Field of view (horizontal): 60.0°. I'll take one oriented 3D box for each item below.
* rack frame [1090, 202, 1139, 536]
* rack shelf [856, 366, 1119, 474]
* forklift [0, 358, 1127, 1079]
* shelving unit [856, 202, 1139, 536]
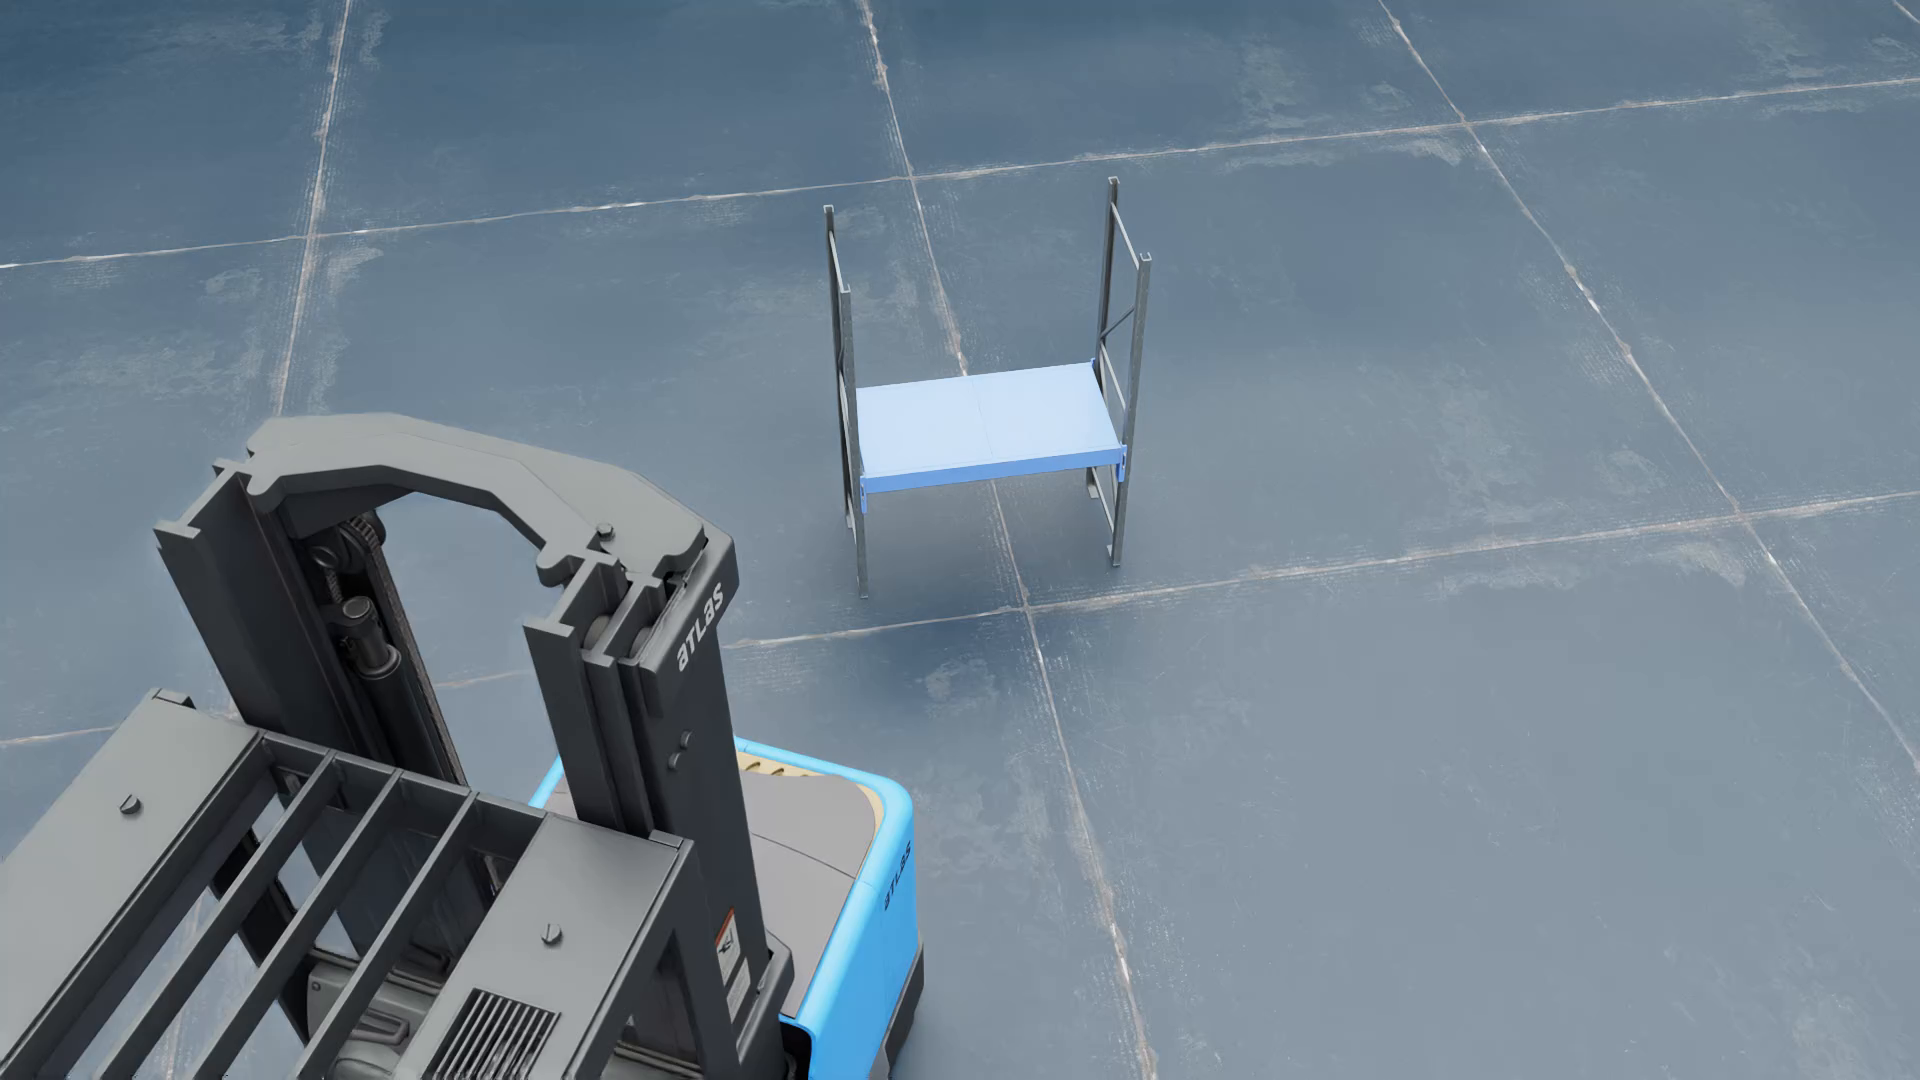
[{"bbox_3d":[0.585,-0.594,6.281,0.013,1.308,0.475,-7,46,-7],"label":"rack frame"},{"bbox_3d":[0.084,-0.440,6.314,0.952,0.062,0.459,-7,46,-7],"label":"rack shelf"},{"bbox_3d":[-6.619,2.853,1.503,10.324,3.598,15.967,13,48,12],"label":"forklift"},{"bbox_3d":[0.103,-0.534,6.223,0.991,1.308,0.475,-7,46,-7],"label":"shelving unit"}]
